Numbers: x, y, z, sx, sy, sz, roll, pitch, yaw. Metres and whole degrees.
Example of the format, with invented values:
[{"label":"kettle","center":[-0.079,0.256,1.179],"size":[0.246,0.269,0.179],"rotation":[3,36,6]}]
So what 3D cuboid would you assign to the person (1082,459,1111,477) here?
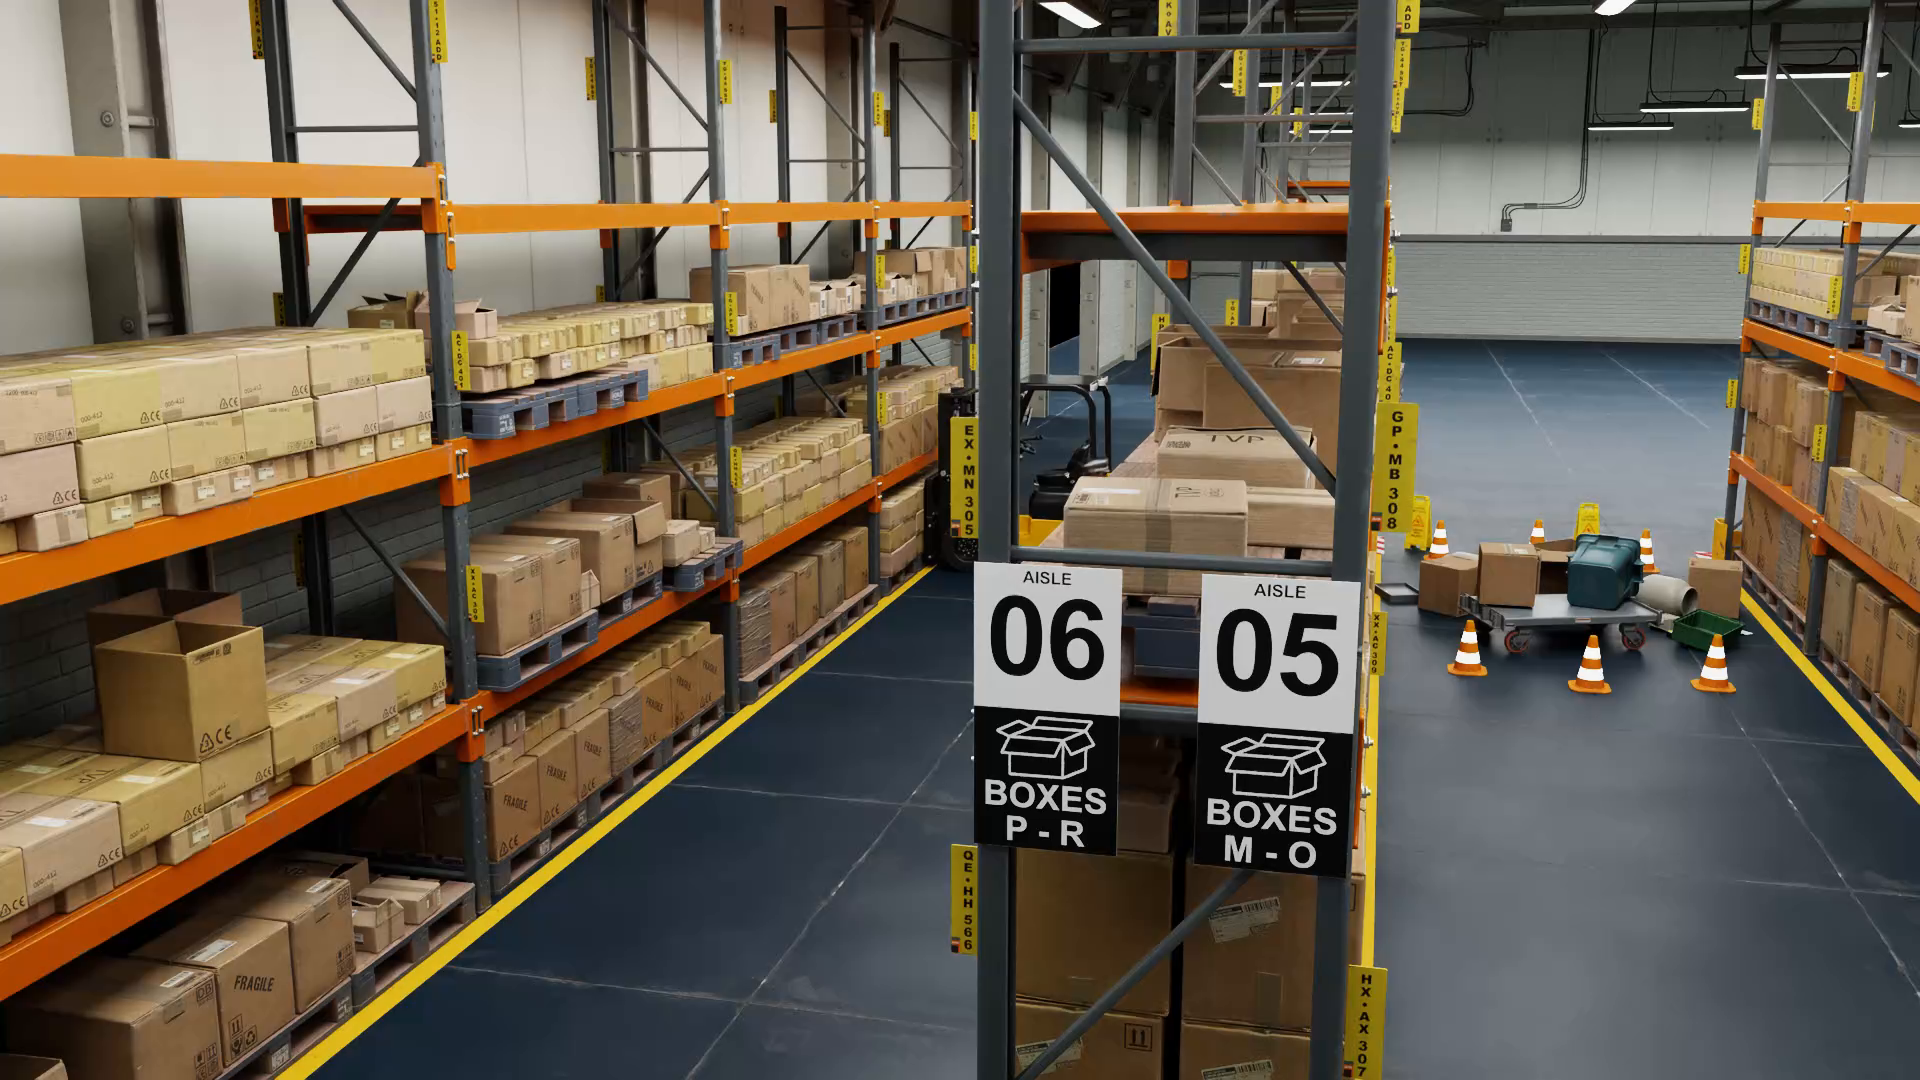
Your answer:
[{"label":"person","center":[1.344,0.035,16.270],"size":[0.341,1.674,0.437],"rotation":[3,12,15]}]
